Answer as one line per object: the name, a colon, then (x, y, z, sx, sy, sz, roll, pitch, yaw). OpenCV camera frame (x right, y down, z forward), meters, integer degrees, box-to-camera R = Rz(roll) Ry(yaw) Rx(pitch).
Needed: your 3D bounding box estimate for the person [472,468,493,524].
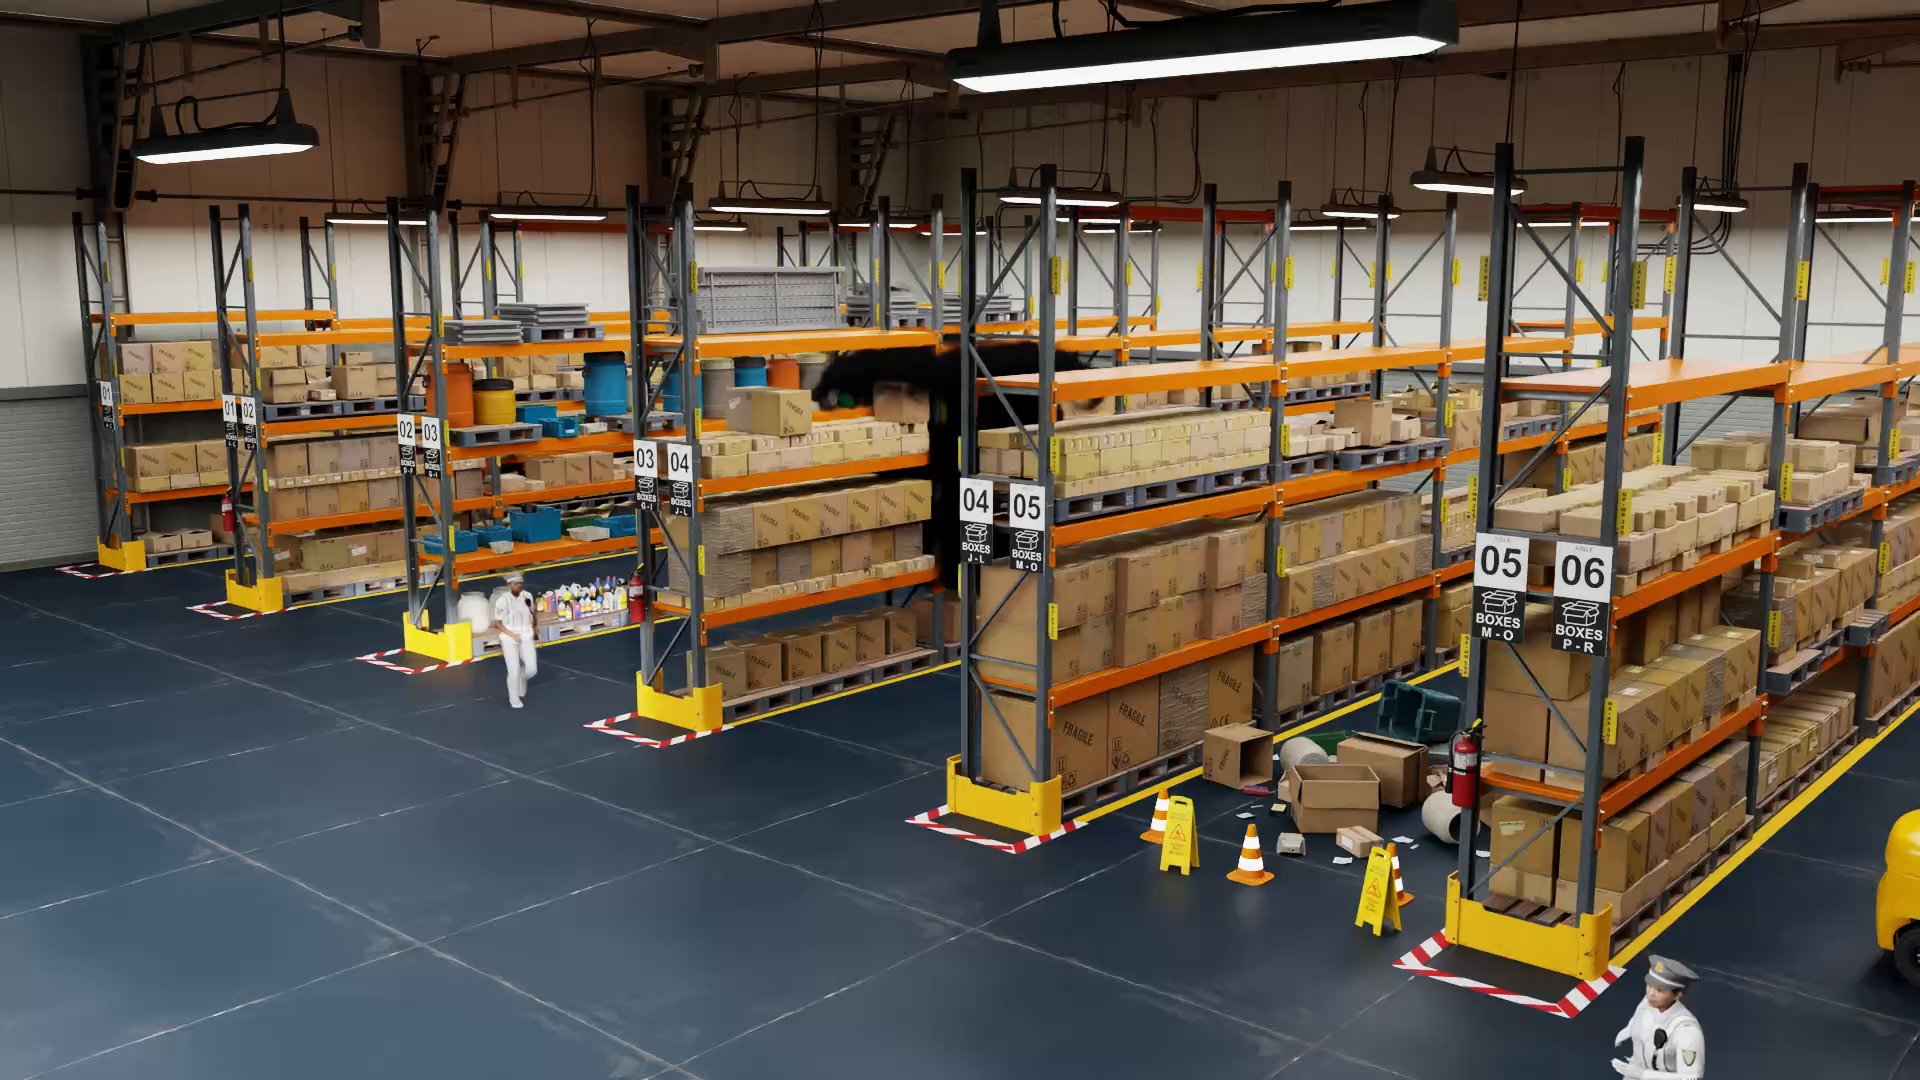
person: (-9.242, -0.883, 31.828, 0.667, 1.566, 0.886, 2, 10, 11)

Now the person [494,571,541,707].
person: (-5.135, 1.156, 19.403, 0.558, 1.643, 0.588, -7, 12, -37)

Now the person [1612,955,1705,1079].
person: (3.684, 2.915, 8.872, 0.673, 1.592, 0.734, -6, 11, -33)
